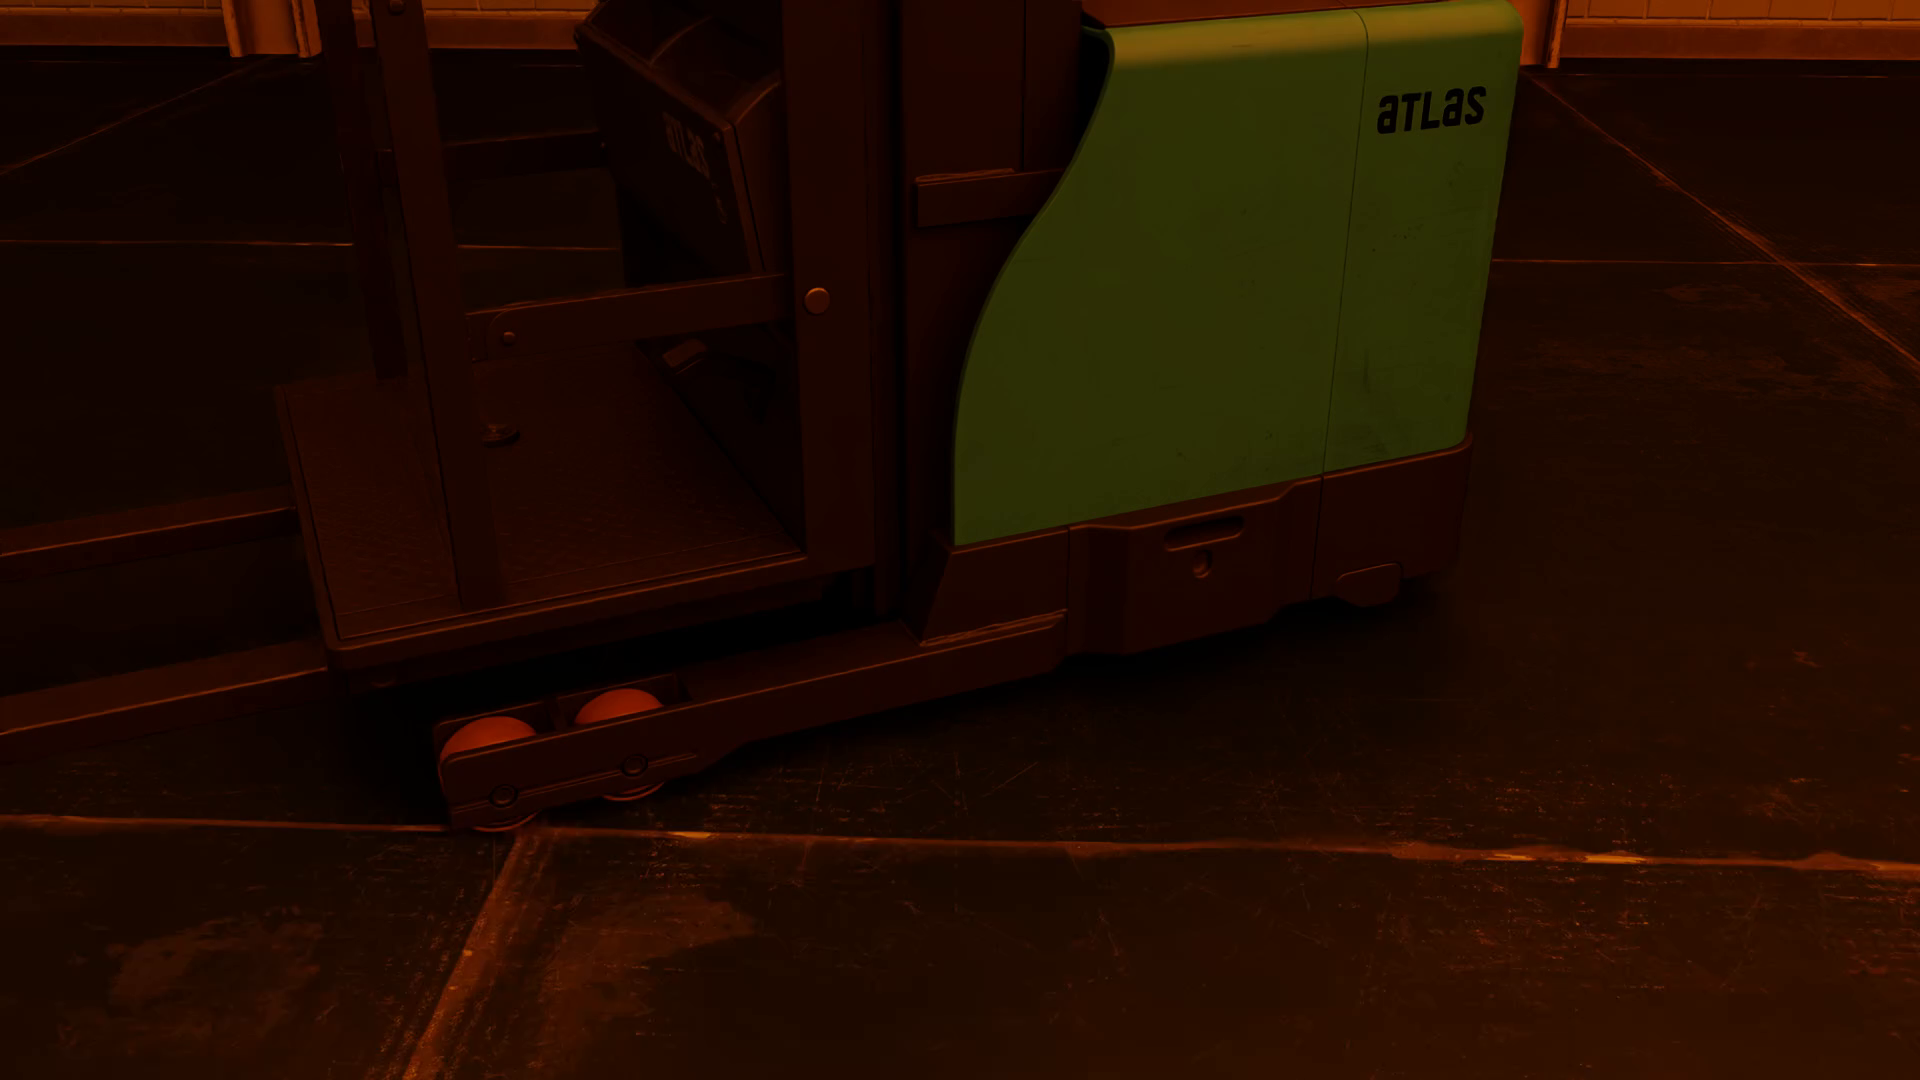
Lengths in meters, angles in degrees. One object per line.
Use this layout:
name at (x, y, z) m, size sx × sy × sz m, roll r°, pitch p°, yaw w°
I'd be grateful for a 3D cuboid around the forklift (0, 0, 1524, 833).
forklift at (-0.631, -1.149, 2.349) m, size 3.031 × 2.935 × 1.130 m, roll -11°, pitch 28°, yaw -21°
